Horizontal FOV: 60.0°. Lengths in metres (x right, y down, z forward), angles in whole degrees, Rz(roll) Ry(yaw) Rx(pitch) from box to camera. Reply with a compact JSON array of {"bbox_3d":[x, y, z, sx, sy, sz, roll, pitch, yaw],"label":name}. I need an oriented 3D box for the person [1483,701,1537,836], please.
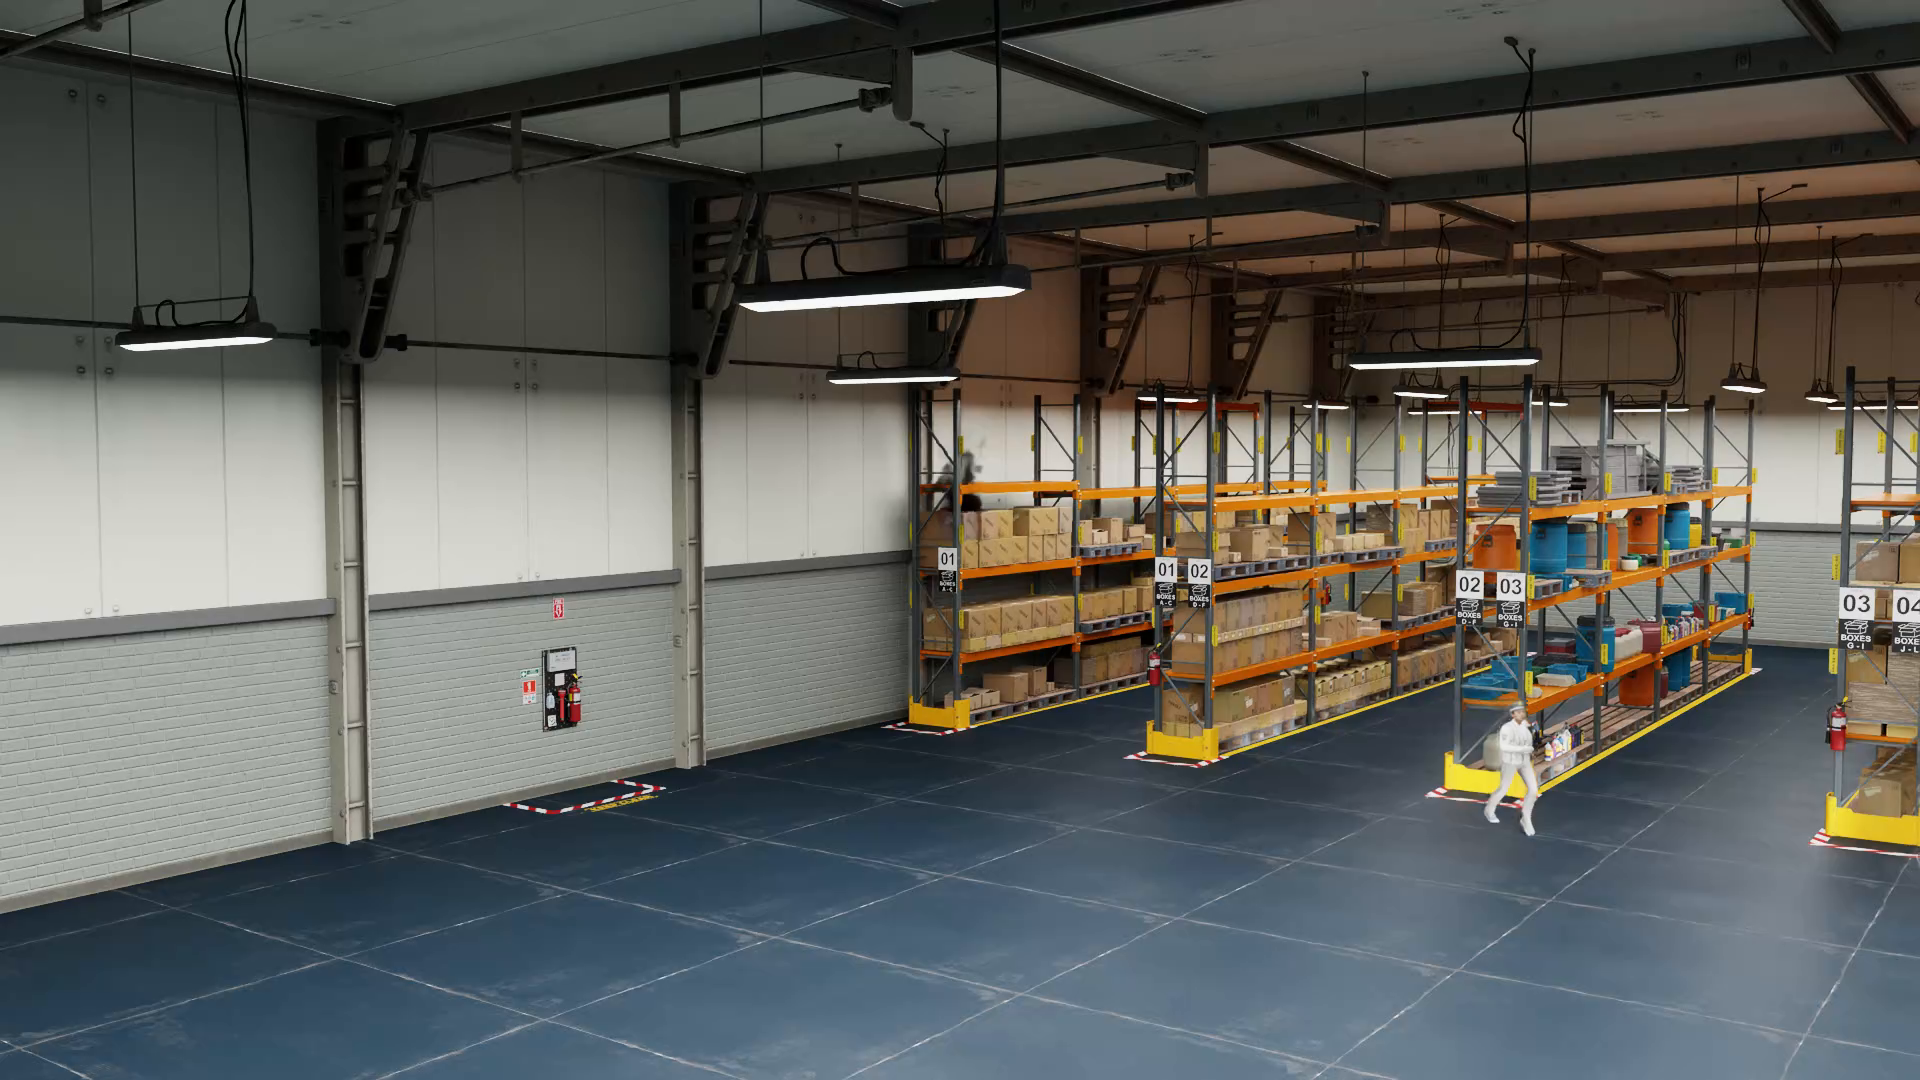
[{"bbox_3d":[7.207,2.879,21.588,0.621,1.639,0.871,-1,3,-18],"label":"person"}]
